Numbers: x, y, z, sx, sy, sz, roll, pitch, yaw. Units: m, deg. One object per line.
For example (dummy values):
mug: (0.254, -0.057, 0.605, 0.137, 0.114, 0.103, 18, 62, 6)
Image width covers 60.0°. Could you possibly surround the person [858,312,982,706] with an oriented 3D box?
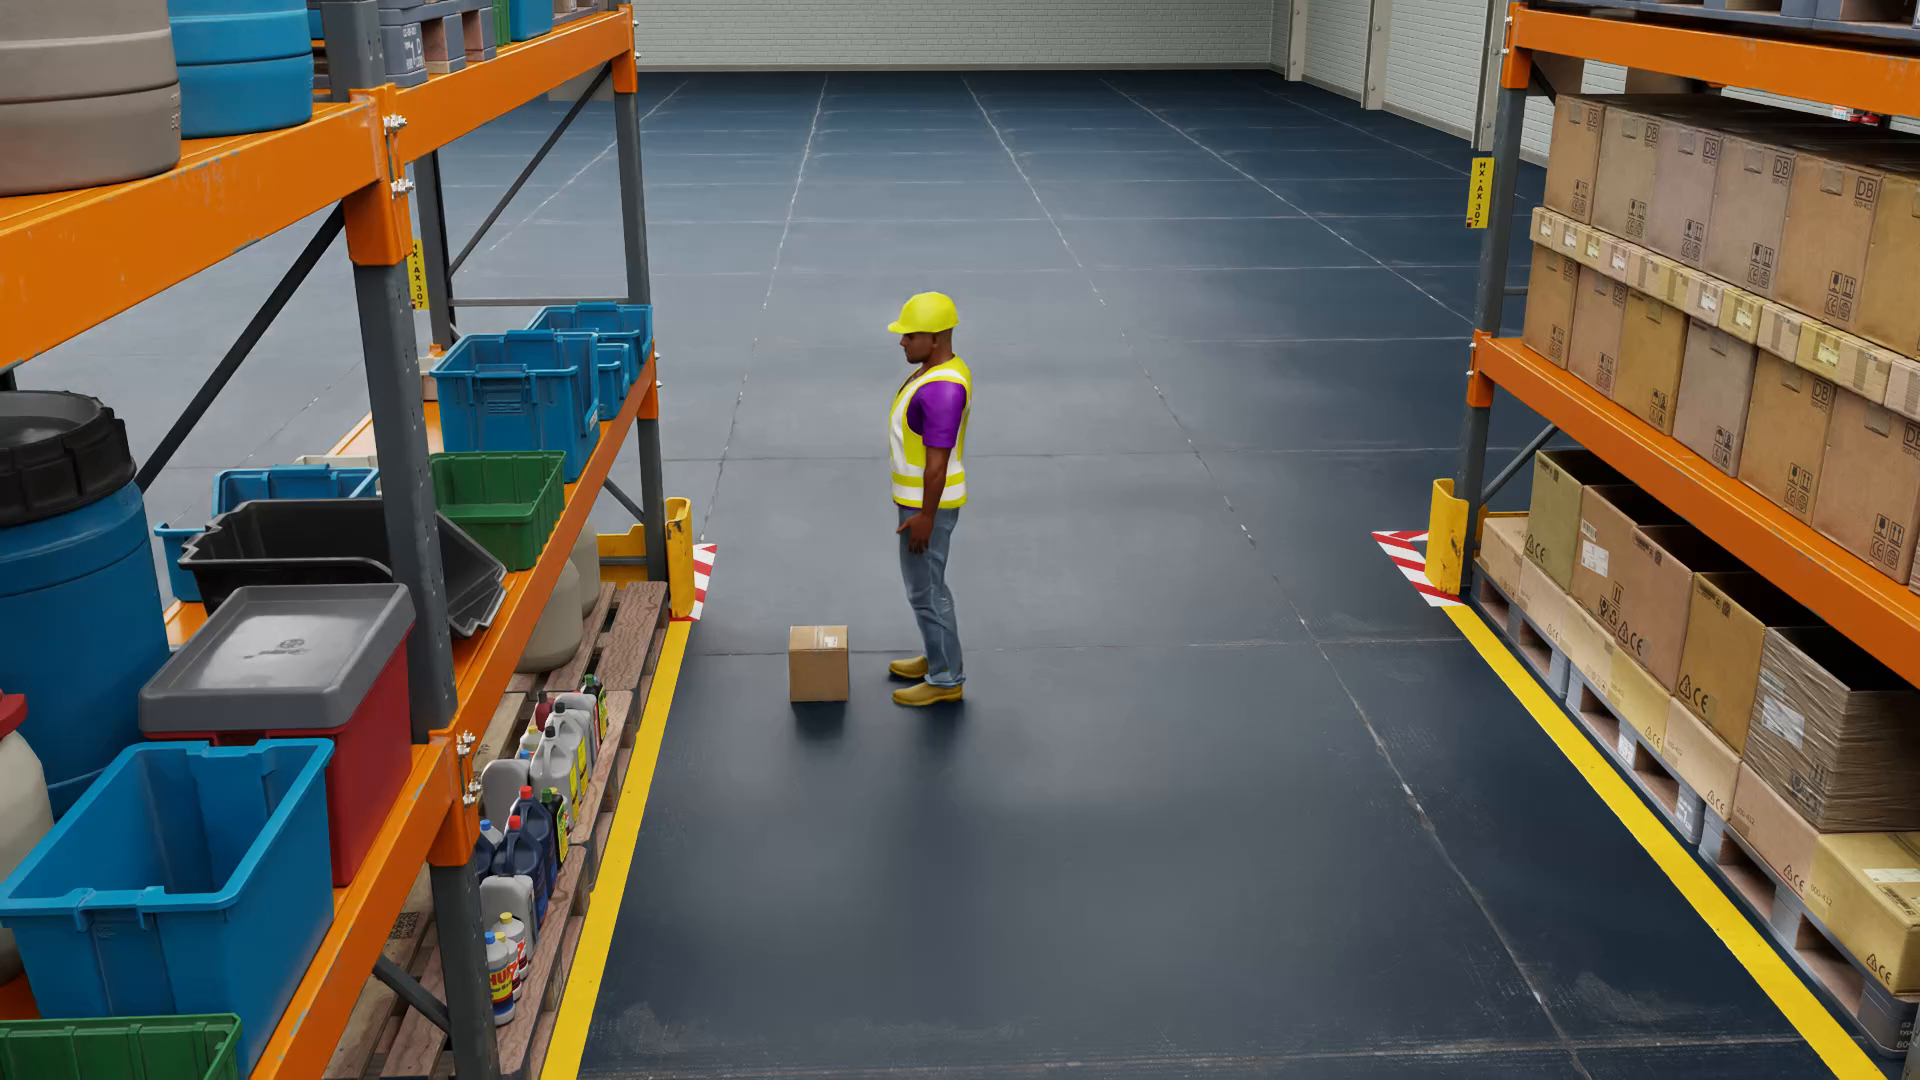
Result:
person: (-0.162, -0.130, 7.019, 0.511, 1.682, 0.602, -1, 20, -2)
